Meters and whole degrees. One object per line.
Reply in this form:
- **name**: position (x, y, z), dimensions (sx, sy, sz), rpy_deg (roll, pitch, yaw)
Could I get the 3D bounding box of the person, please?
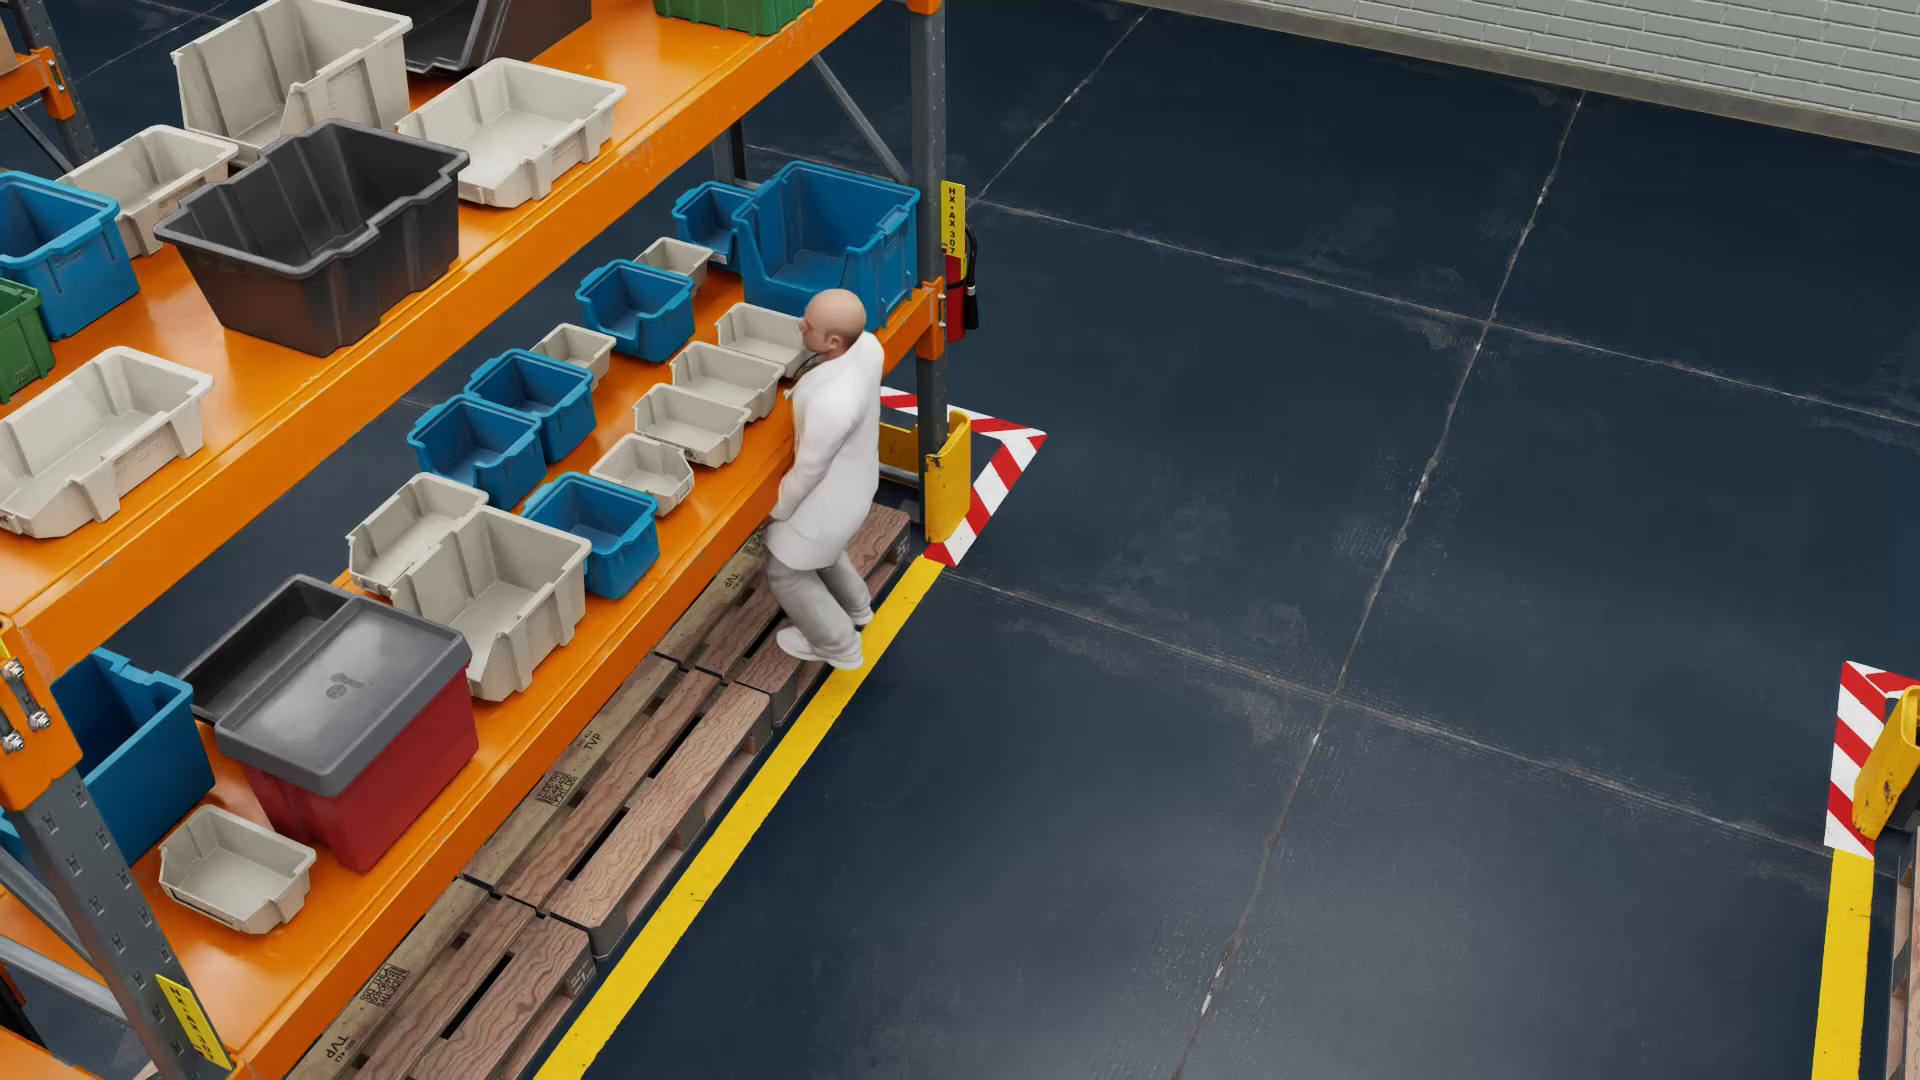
- **person**: position (-0.514, -0.238, 6.173), dimensions (0.461, 1.715, 0.599), rpy_deg (8, 42, 9)
